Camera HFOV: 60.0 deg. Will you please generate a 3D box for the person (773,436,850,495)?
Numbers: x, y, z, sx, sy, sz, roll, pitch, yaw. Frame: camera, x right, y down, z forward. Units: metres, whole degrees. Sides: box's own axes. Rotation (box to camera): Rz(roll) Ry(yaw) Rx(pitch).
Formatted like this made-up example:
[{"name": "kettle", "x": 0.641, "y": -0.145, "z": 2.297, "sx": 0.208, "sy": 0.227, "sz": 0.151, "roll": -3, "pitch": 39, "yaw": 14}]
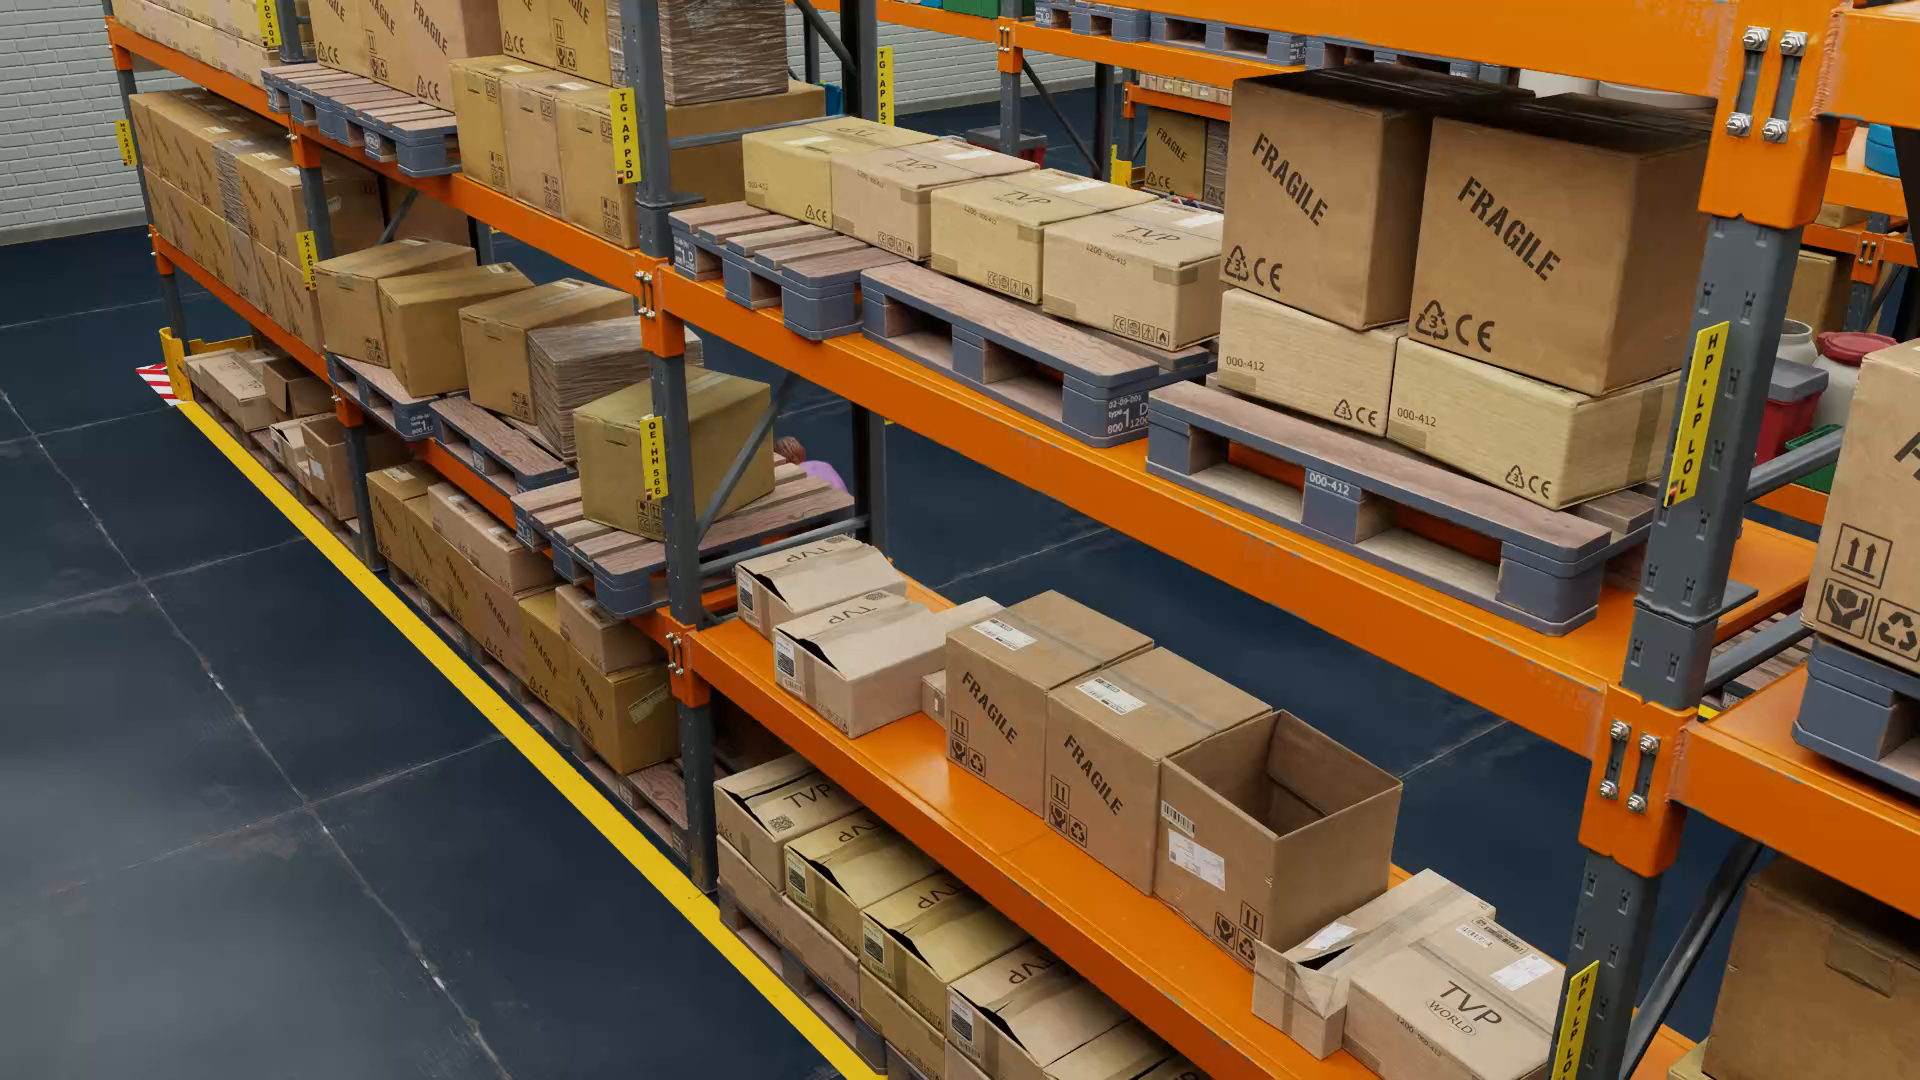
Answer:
[{"name": "person", "x": -0.844, "y": -0.123, "z": 9.741, "sx": 0.447, "sy": 0.879, "sz": 0.810, "roll": -19, "pitch": 31, "yaw": -34}]
